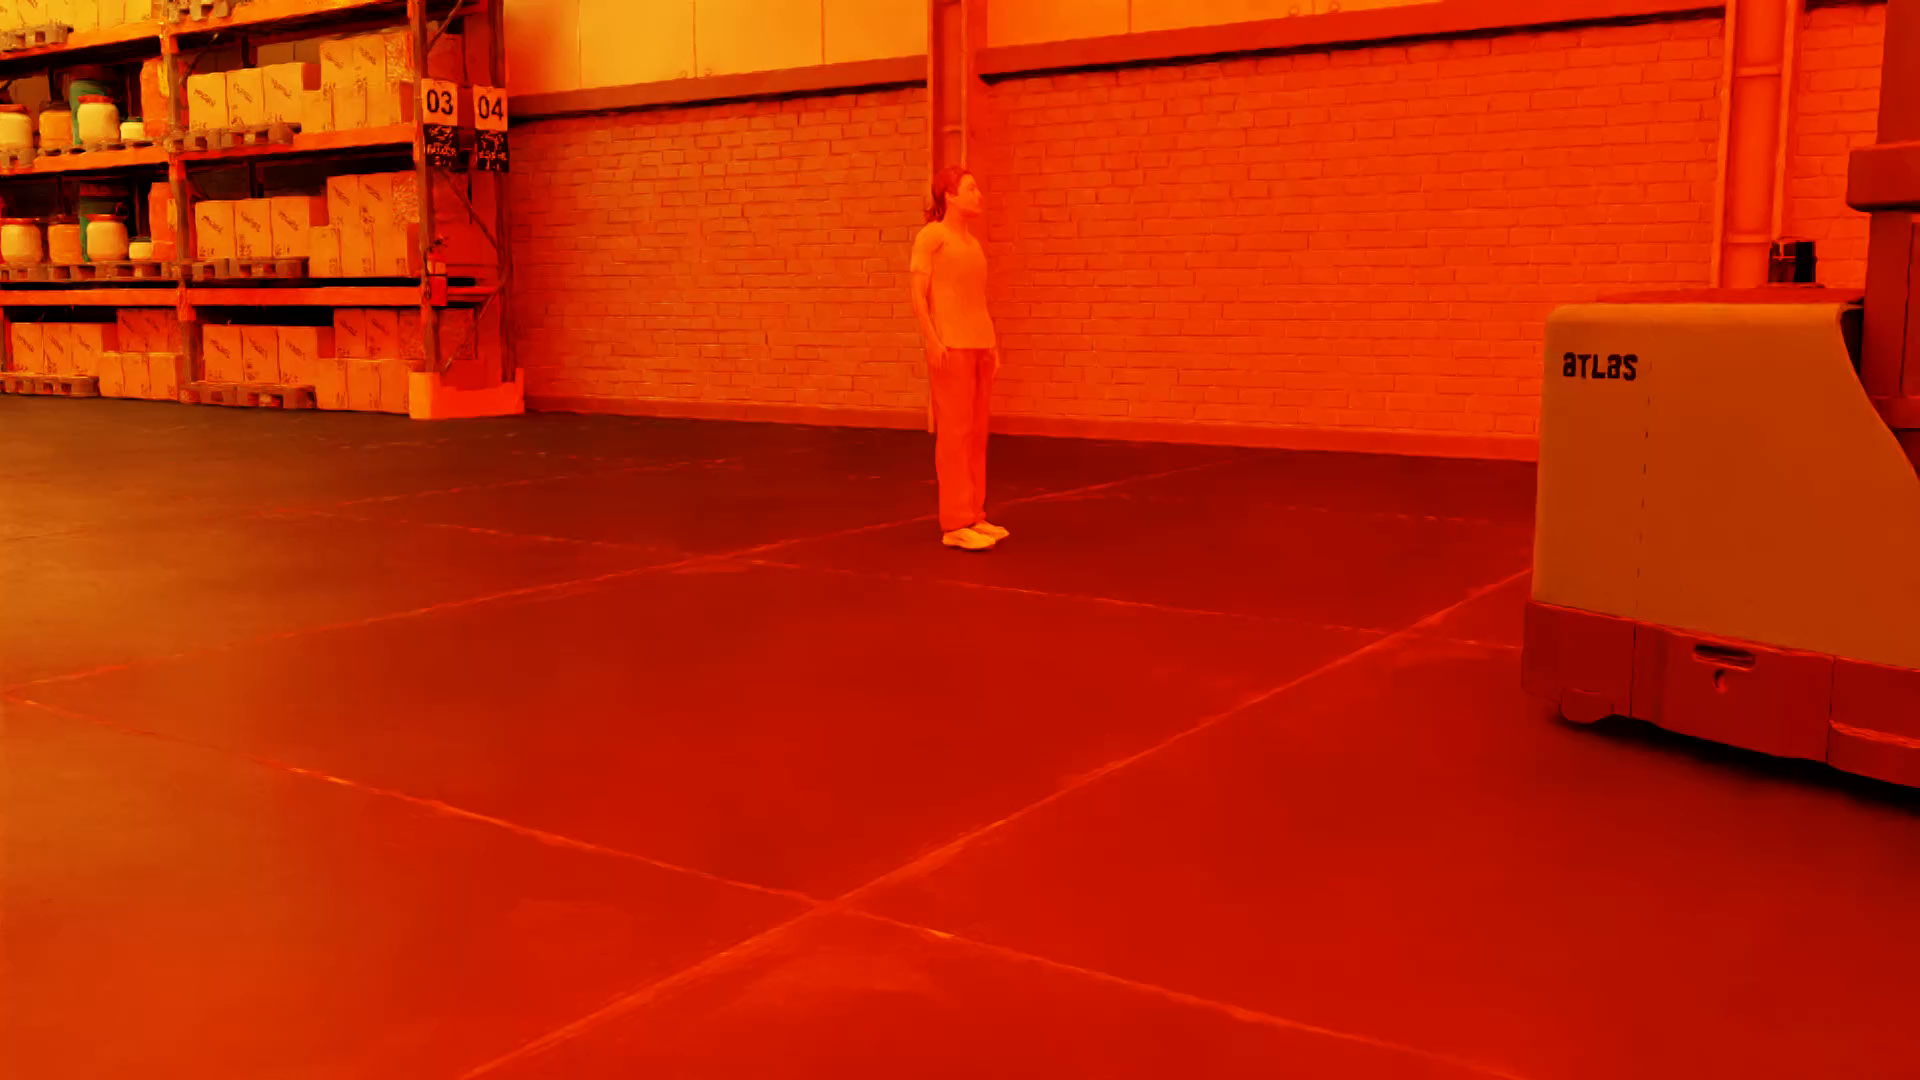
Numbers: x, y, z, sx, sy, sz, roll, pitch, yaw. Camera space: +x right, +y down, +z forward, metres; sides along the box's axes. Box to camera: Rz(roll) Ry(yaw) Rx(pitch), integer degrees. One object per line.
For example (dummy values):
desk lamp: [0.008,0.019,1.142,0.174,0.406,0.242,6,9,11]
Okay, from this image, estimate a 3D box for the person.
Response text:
person: [0.055,-0.829,7.435,0.548,1.674,0.554,5,10,34]

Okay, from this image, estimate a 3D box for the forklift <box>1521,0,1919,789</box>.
forklift: [2.690,-0.854,3.195,1.130,2.935,3.031,-5,10,-33]
